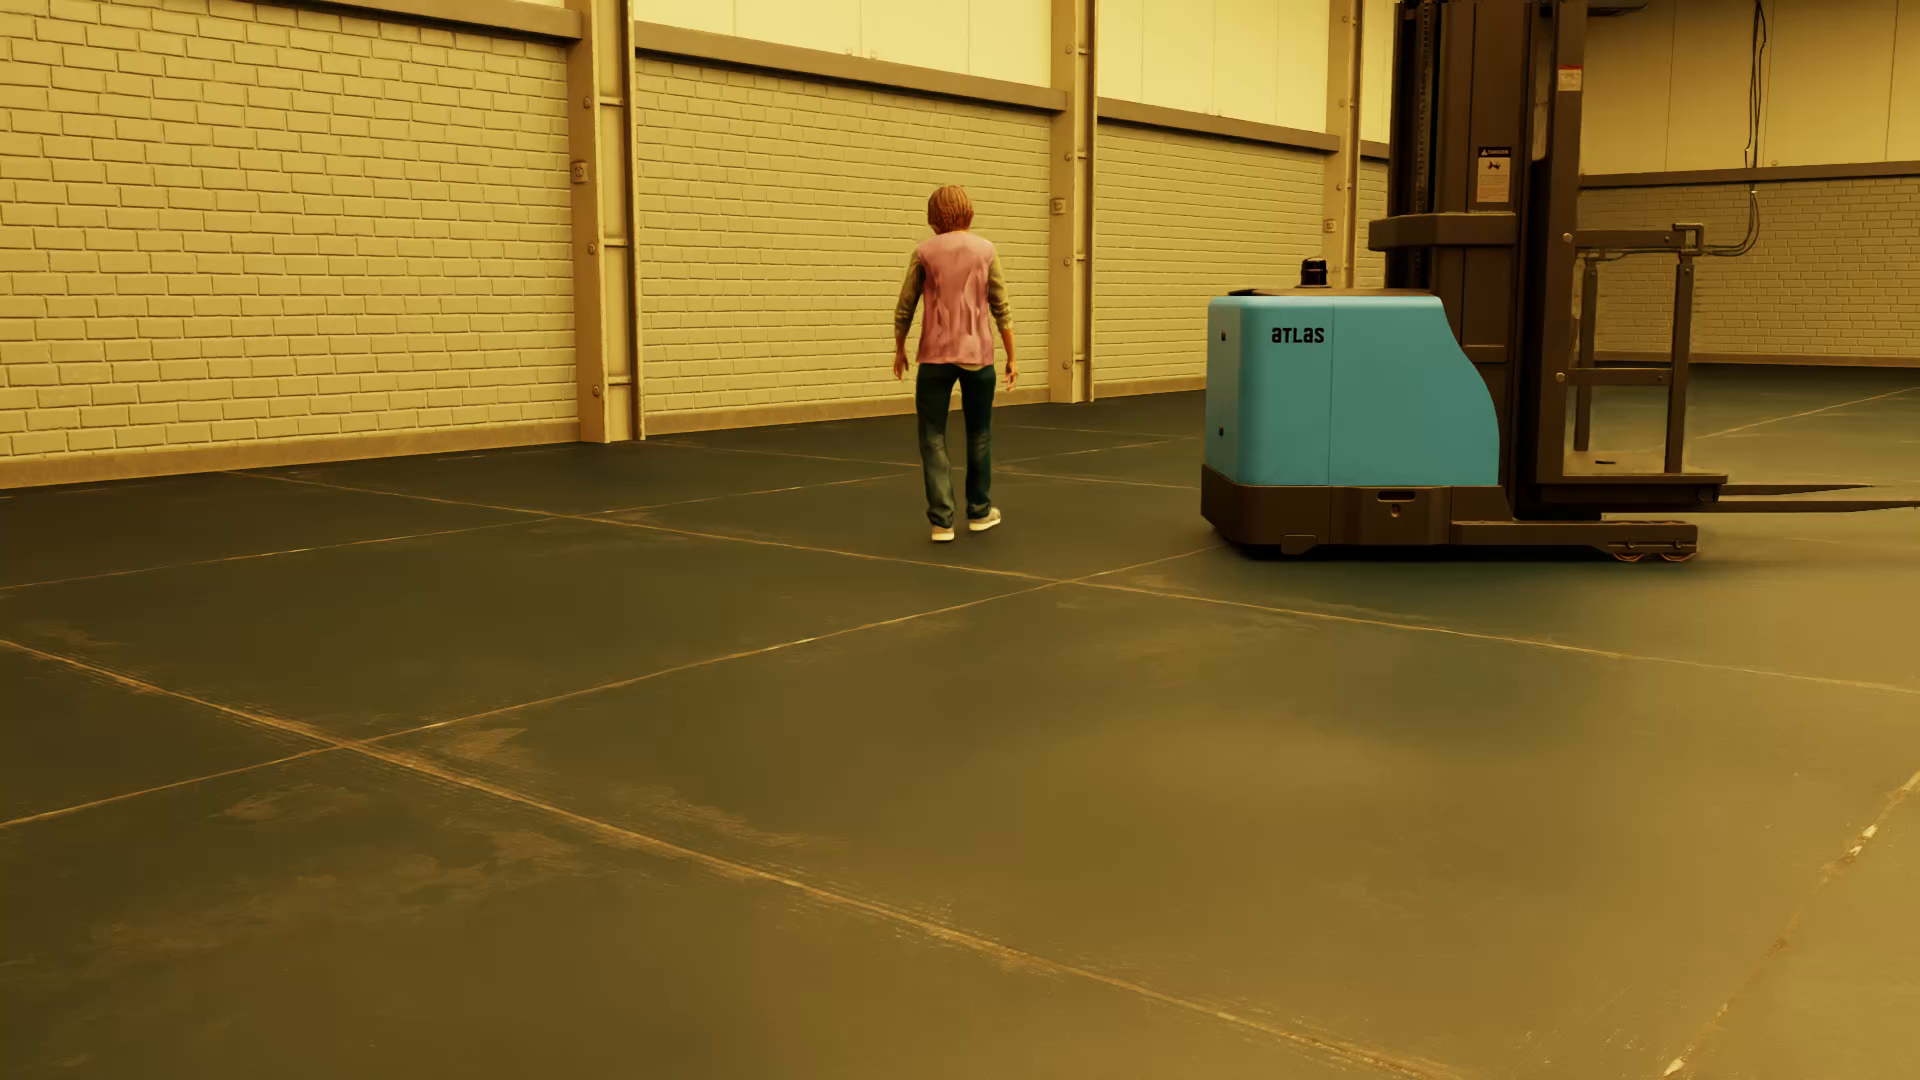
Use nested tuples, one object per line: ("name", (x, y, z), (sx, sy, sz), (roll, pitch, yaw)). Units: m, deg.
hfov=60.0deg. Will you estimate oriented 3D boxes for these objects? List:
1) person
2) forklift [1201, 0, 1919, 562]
("person", (-0.020, -0.791, 7.454), (0.532, 1.559, 0.616), (-2, 8, -11))
("forklift", (2.635, -1.437, 7.102), (3.031, 2.935, 1.130), (0, 8, 0))
